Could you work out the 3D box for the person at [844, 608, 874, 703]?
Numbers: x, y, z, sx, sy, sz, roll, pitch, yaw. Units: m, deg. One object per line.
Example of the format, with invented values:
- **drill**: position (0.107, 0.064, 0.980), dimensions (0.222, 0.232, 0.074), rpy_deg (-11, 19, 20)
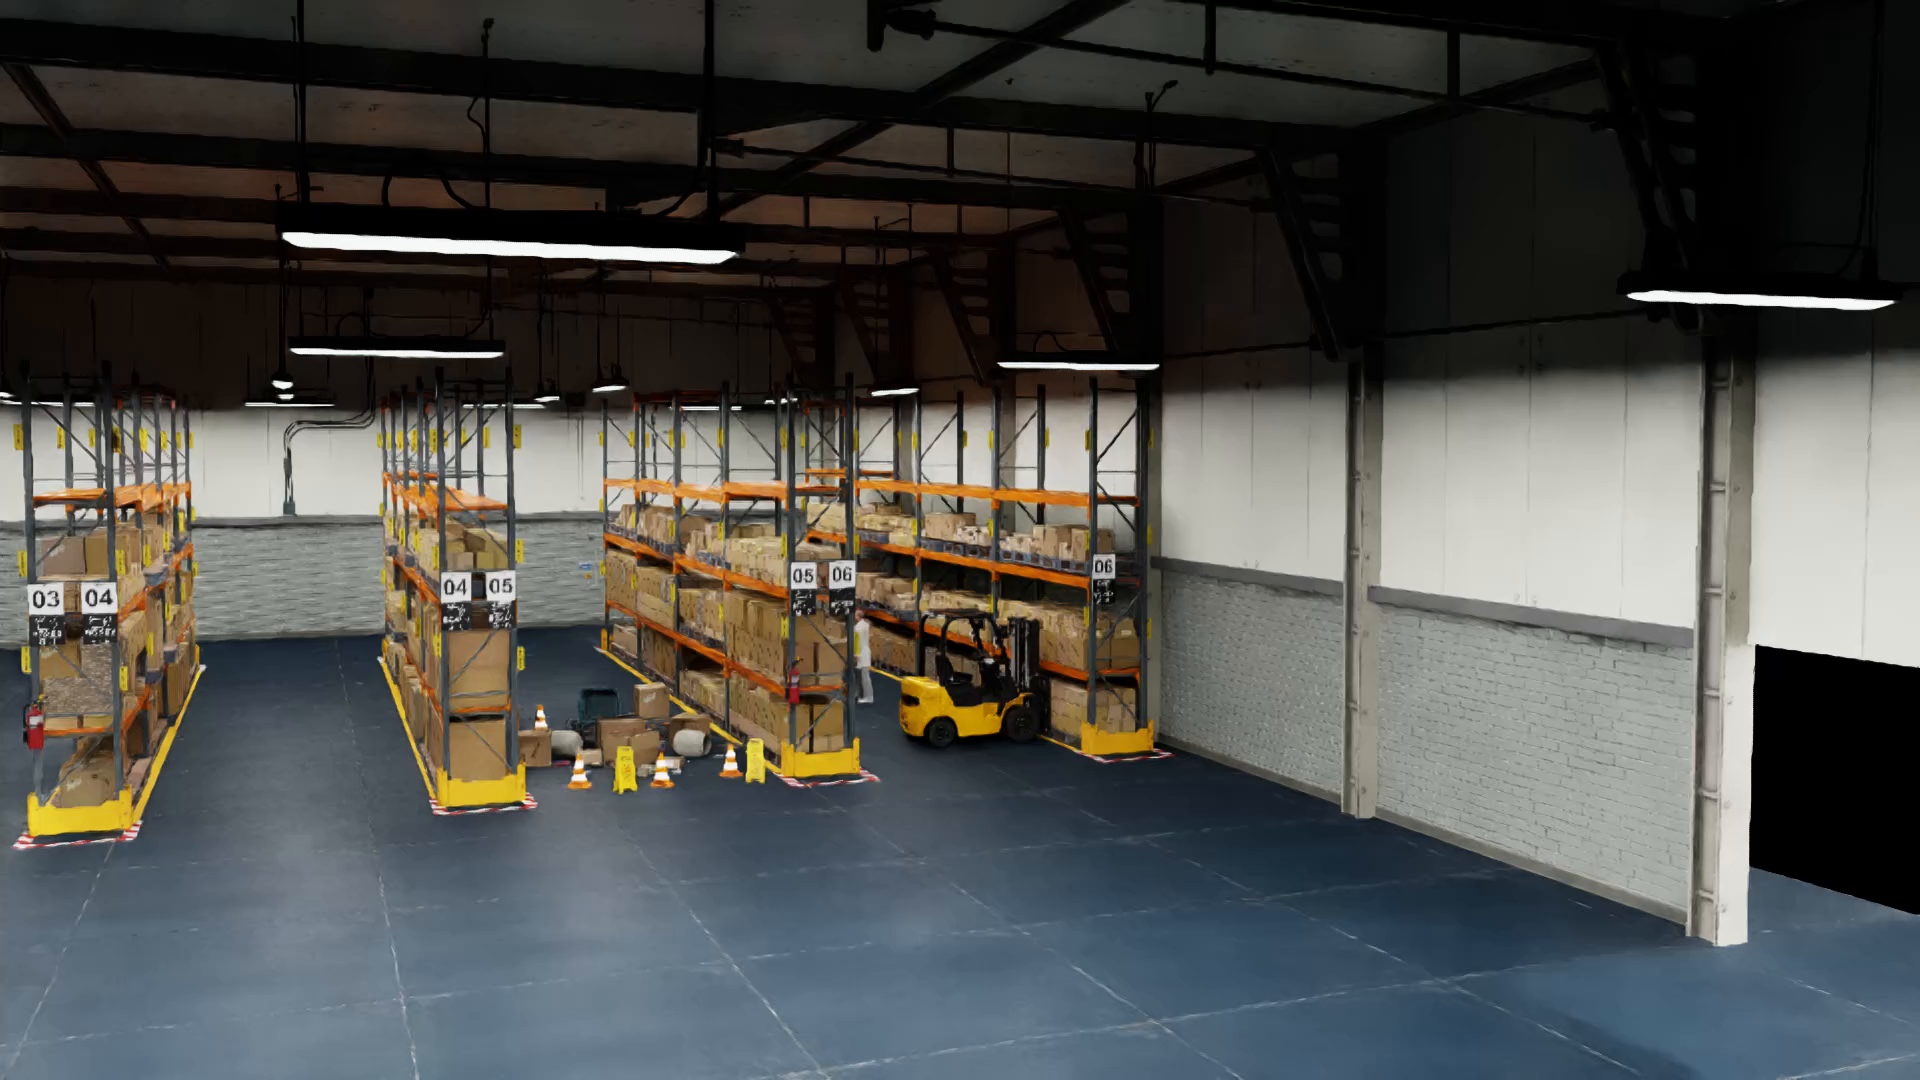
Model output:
- **person**: position (-1.927, 2.189, 31.691), dimensions (0.636, 1.775, 0.676), rpy_deg (0, 3, 6)
